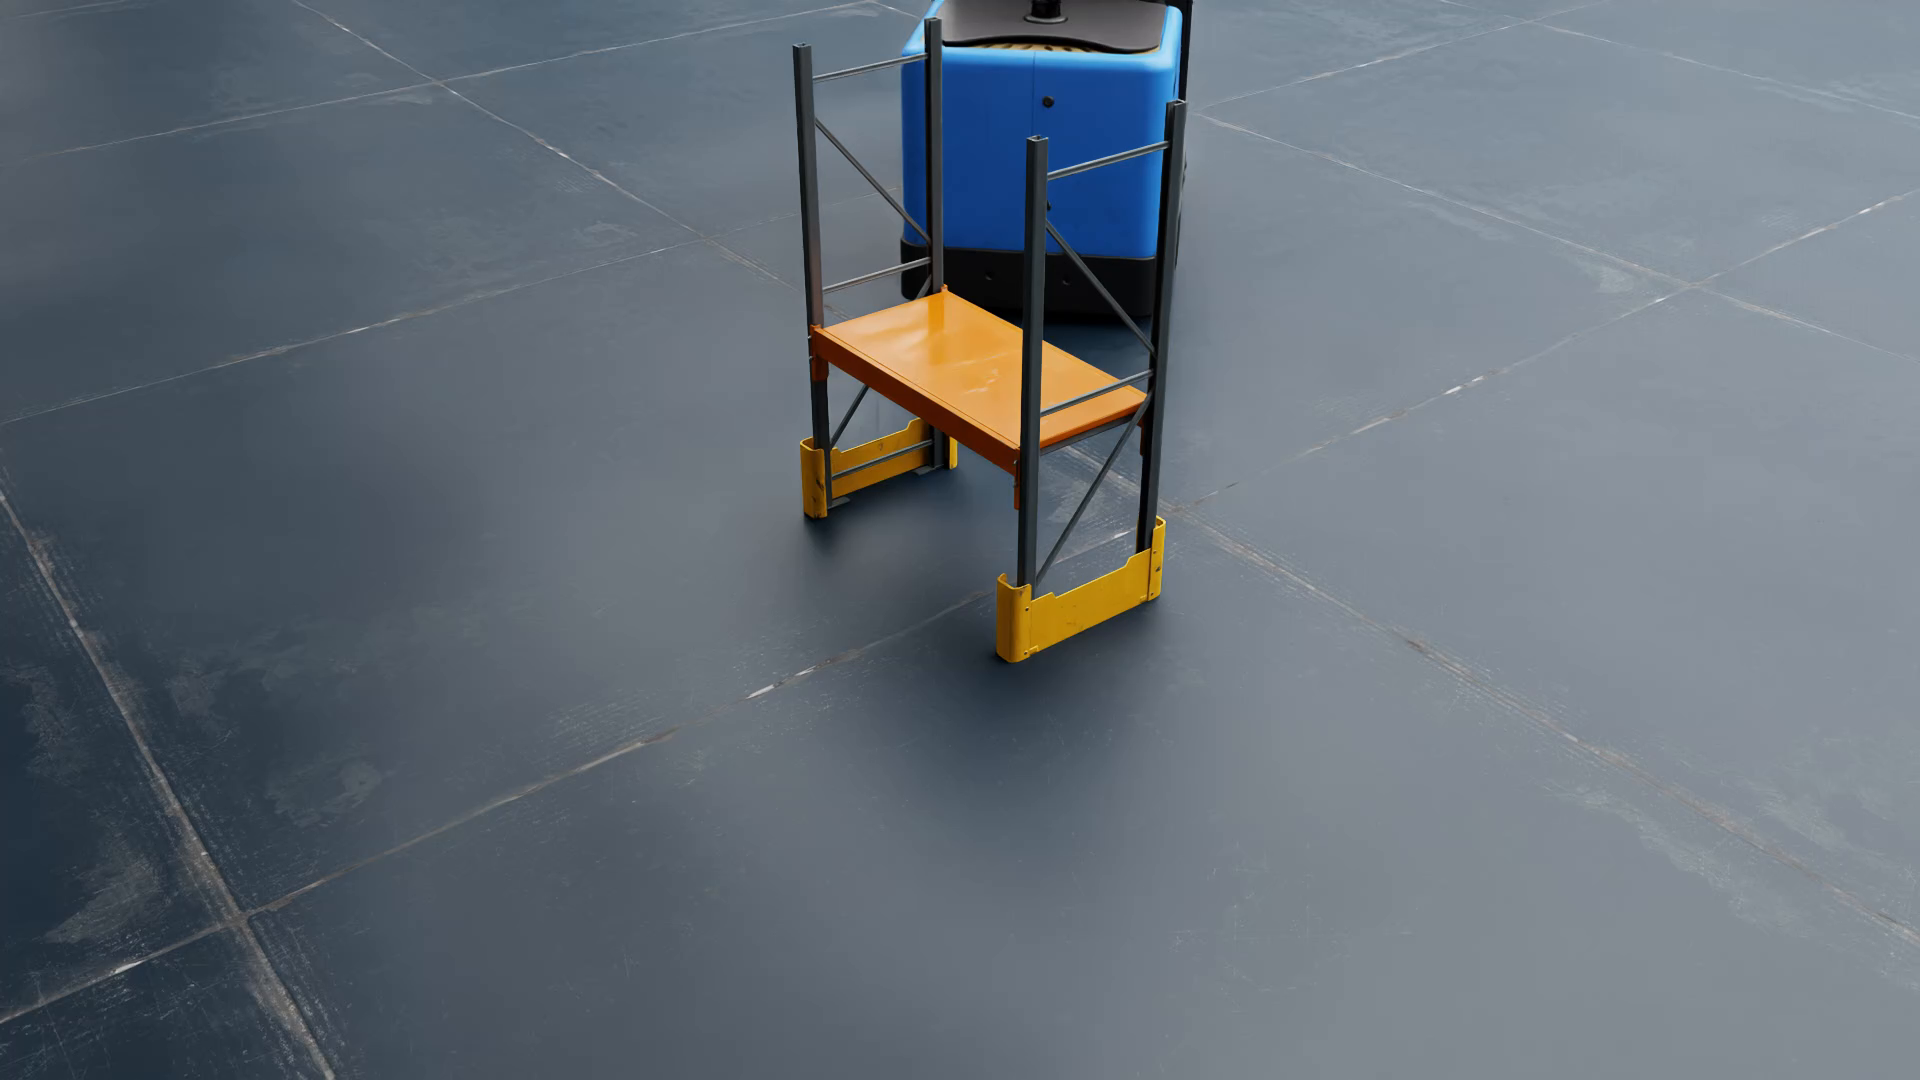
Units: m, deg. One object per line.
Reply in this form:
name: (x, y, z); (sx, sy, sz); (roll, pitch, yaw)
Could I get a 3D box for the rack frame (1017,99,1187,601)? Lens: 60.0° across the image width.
rack frame: (0.364, -0.390, 4.456); (0.500, 1.500, 0.032); (-22, 38, -31)

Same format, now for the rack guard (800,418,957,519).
rack guard: (-0.259, -0.282, 5.467); (0.587, 0.250, 0.087); (-22, 38, -31)

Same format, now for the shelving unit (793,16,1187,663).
shelving unit: (0.047, -0.605, 4.803); (0.587, 1.500, 1.083); (-22, 38, -31)

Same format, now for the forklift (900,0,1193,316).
forklift: (0.496, -2.885, 7.117); (1.130, 2.935, 3.031); (5, 32, 7)

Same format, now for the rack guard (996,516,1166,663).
rack guard: (0.352, 0.133, 4.799); (0.587, 0.250, 0.087); (-22, 38, -31)

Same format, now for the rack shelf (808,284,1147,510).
rack shelf: (0.052, -0.449, 4.892); (0.538, 0.185, 1.000); (-22, 38, -31)

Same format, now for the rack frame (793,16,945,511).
rack frame: (-0.259, -0.813, 5.138); (0.500, 1.500, 0.032); (-22, 38, -31)
